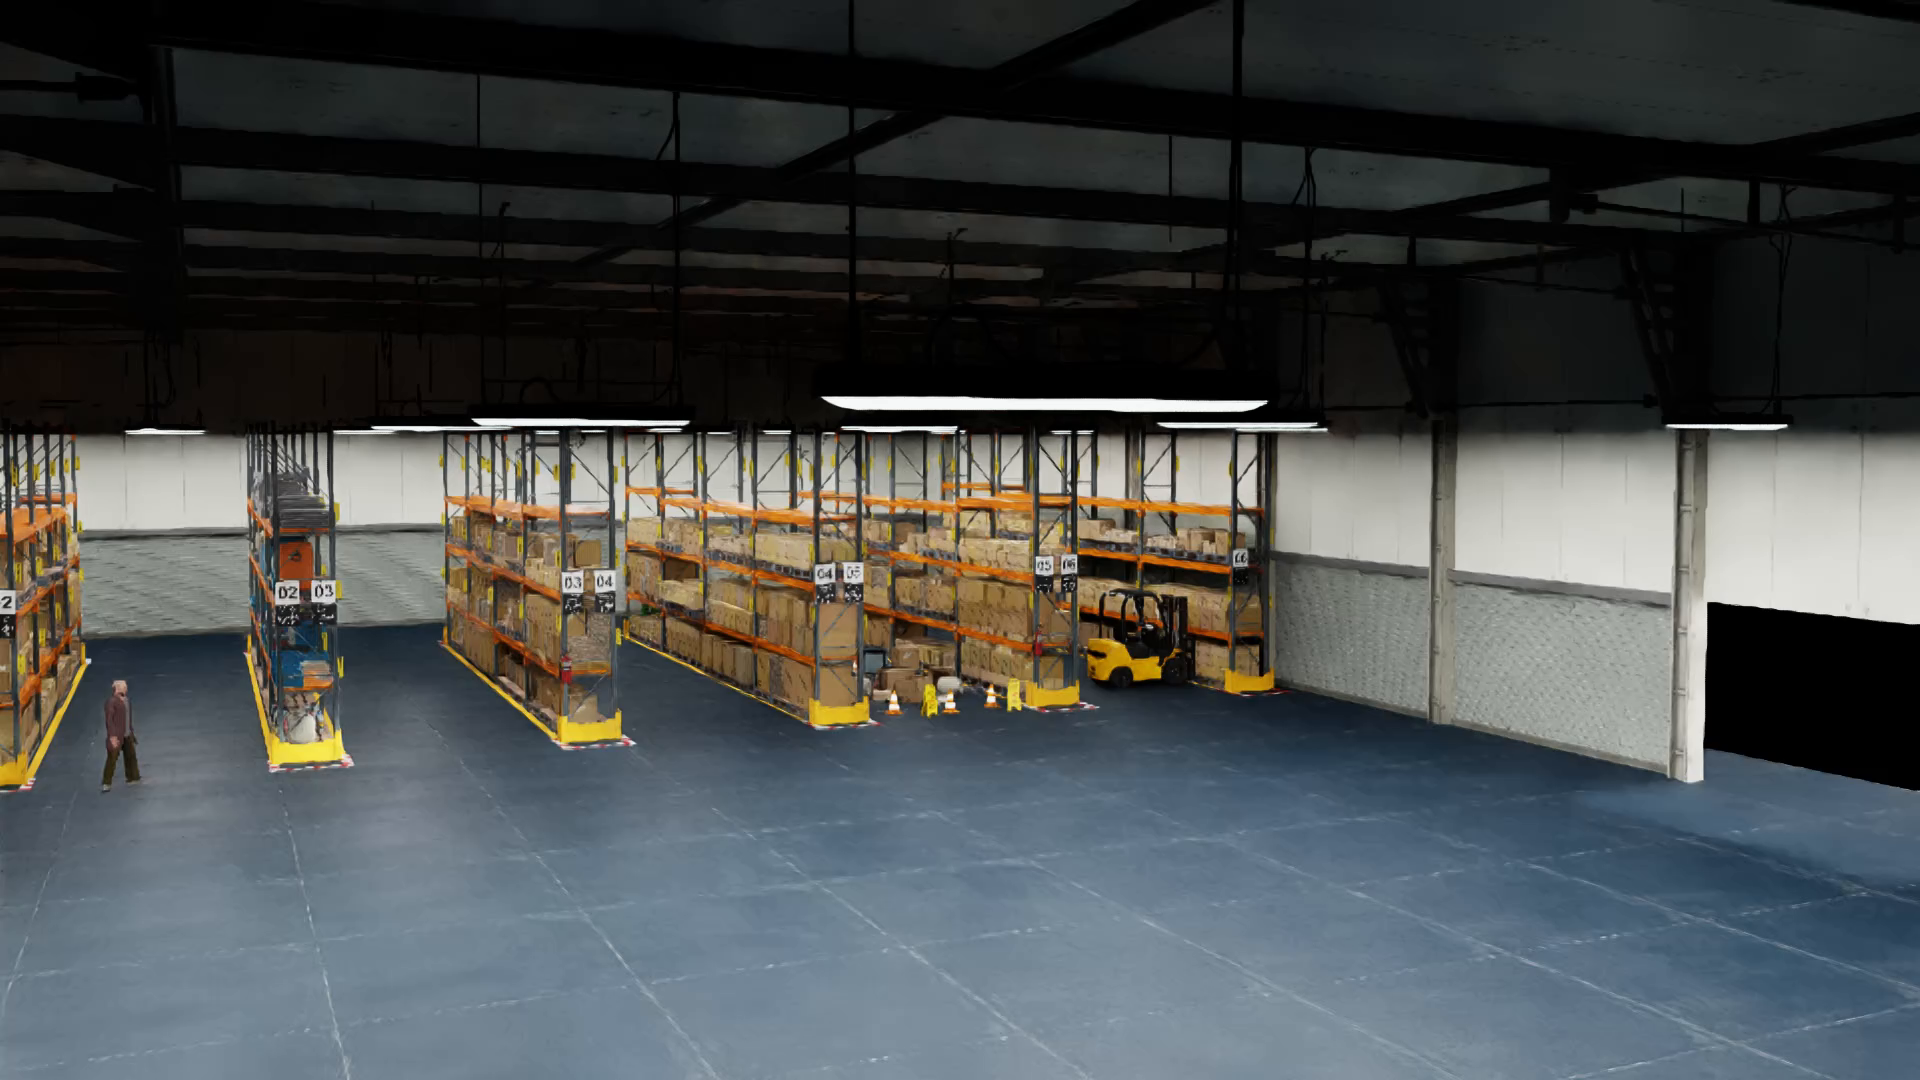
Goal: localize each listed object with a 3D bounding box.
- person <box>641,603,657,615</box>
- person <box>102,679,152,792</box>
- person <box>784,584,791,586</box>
[{"bbox_3d":[-9.192,1.770,49.201,0.566,1.784,0.620,2,4,30],"label":"person"},{"bbox_3d":[-13.572,3.134,26.913,0.546,1.776,0.746,1,4,8],"label":"person"},{"bbox_3d":[-4.861,1.950,46.914,0.463,1.666,0.585,-1,4,-13],"label":"person"}]
